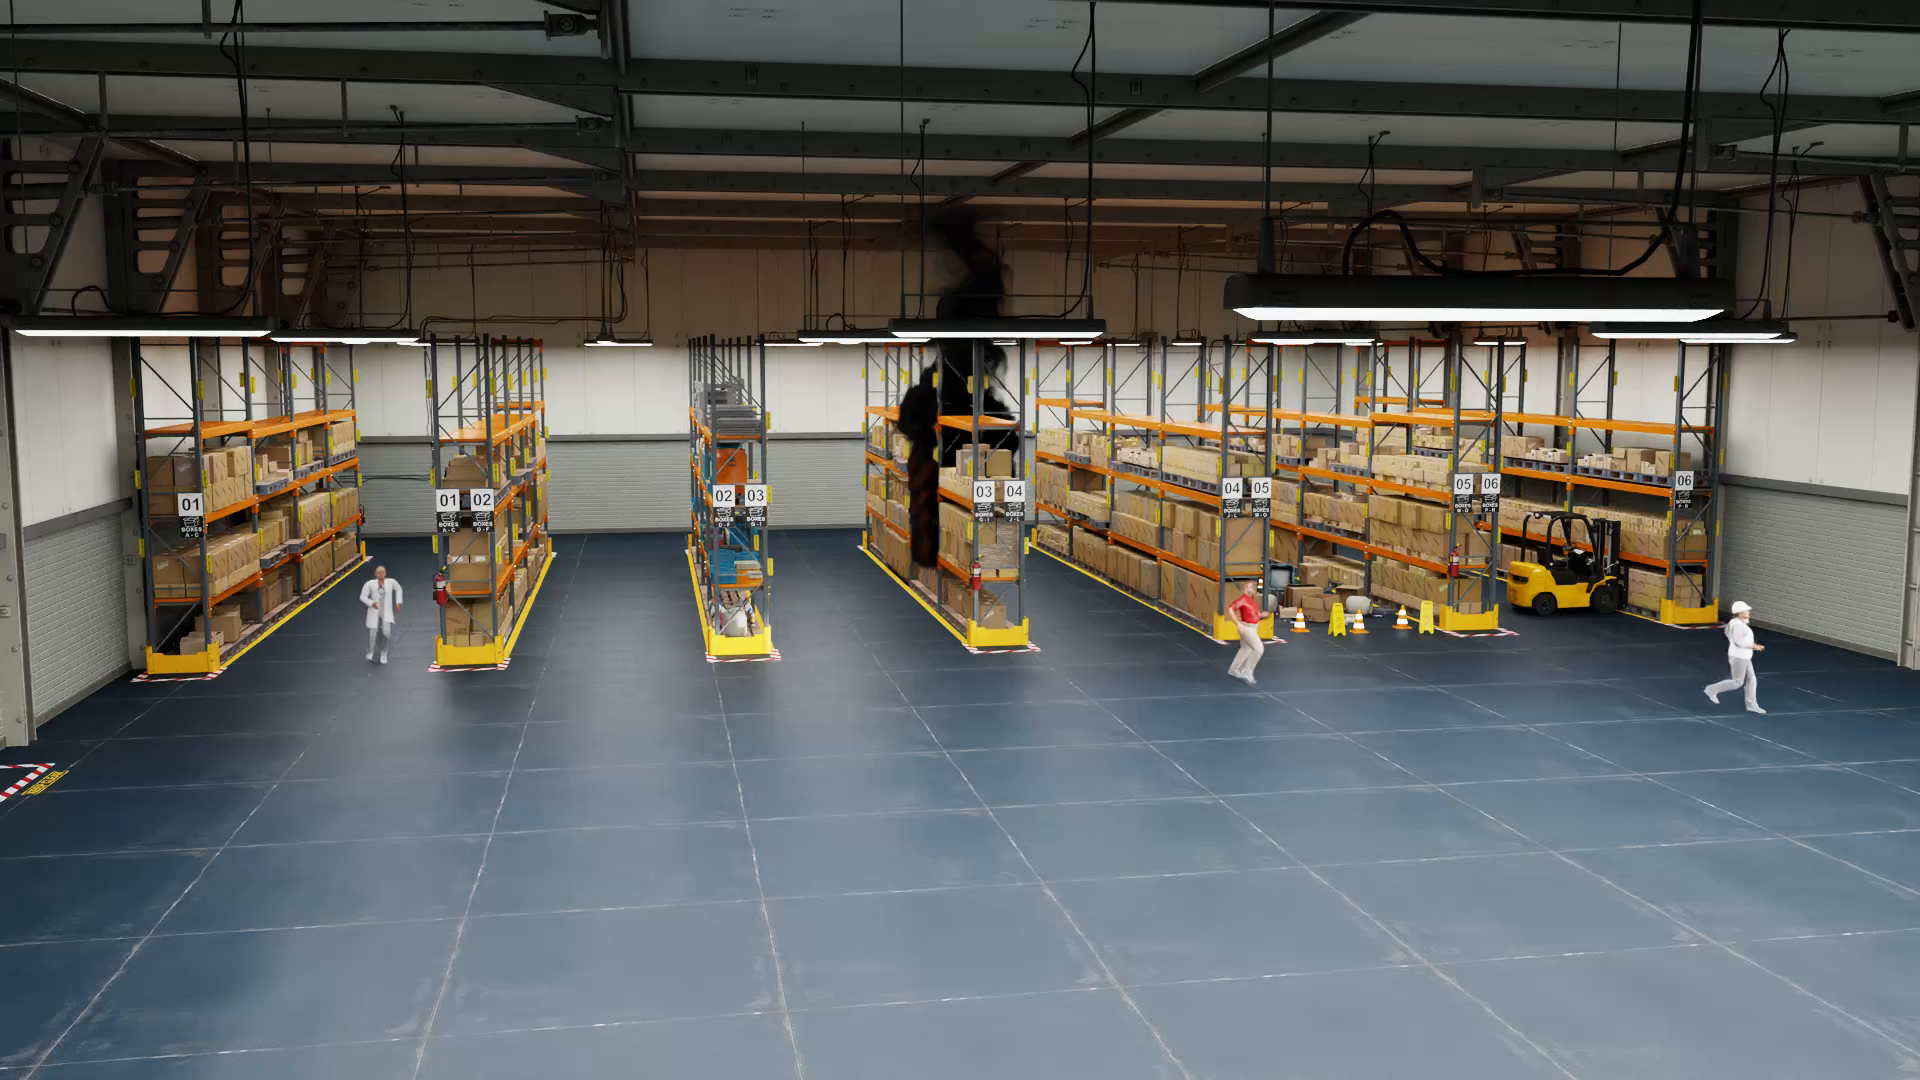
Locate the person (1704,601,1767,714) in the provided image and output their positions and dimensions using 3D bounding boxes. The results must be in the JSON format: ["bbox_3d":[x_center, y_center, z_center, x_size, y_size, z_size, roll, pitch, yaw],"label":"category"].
[{"bbox_3d":[12.282,1.849,26.261,0.922,1.777,0.445,3,7,27],"label":"person"}]

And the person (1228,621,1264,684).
[{"bbox_3d":[4.949,1.926,28.745,0.668,1.112,0.415,3,7,23],"label":"person"}]

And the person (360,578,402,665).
[{"bbox_3d":[-10.597,1.484,30.481,0.748,1.603,0.706,-3,7,-23],"label":"person"}]
